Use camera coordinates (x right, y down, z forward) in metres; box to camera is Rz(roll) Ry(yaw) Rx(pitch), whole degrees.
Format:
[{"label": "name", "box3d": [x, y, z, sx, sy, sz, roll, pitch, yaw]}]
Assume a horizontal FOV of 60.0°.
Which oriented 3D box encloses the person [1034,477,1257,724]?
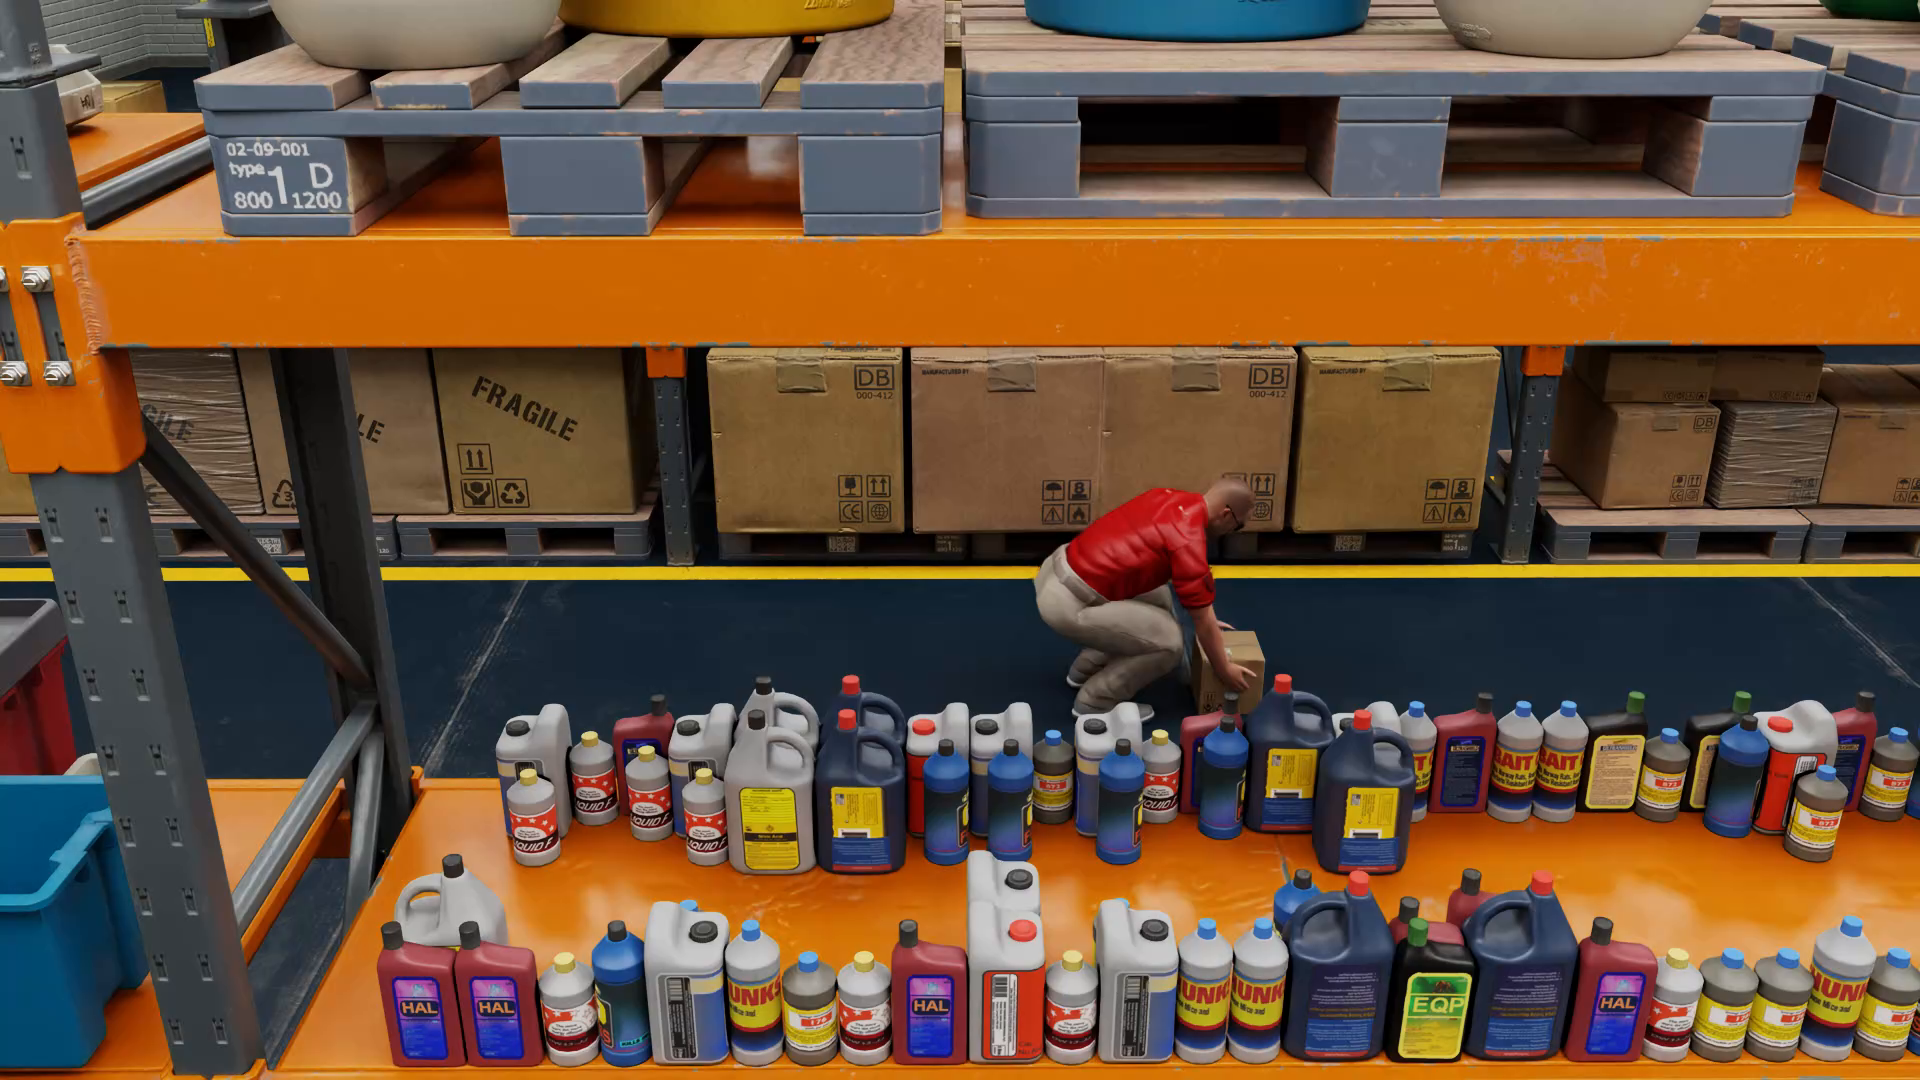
[{"label": "person", "box3d": [0.731, 0.215, 6.608, 0.873, 0.947, 0.568, 0, 24, -1]}]
